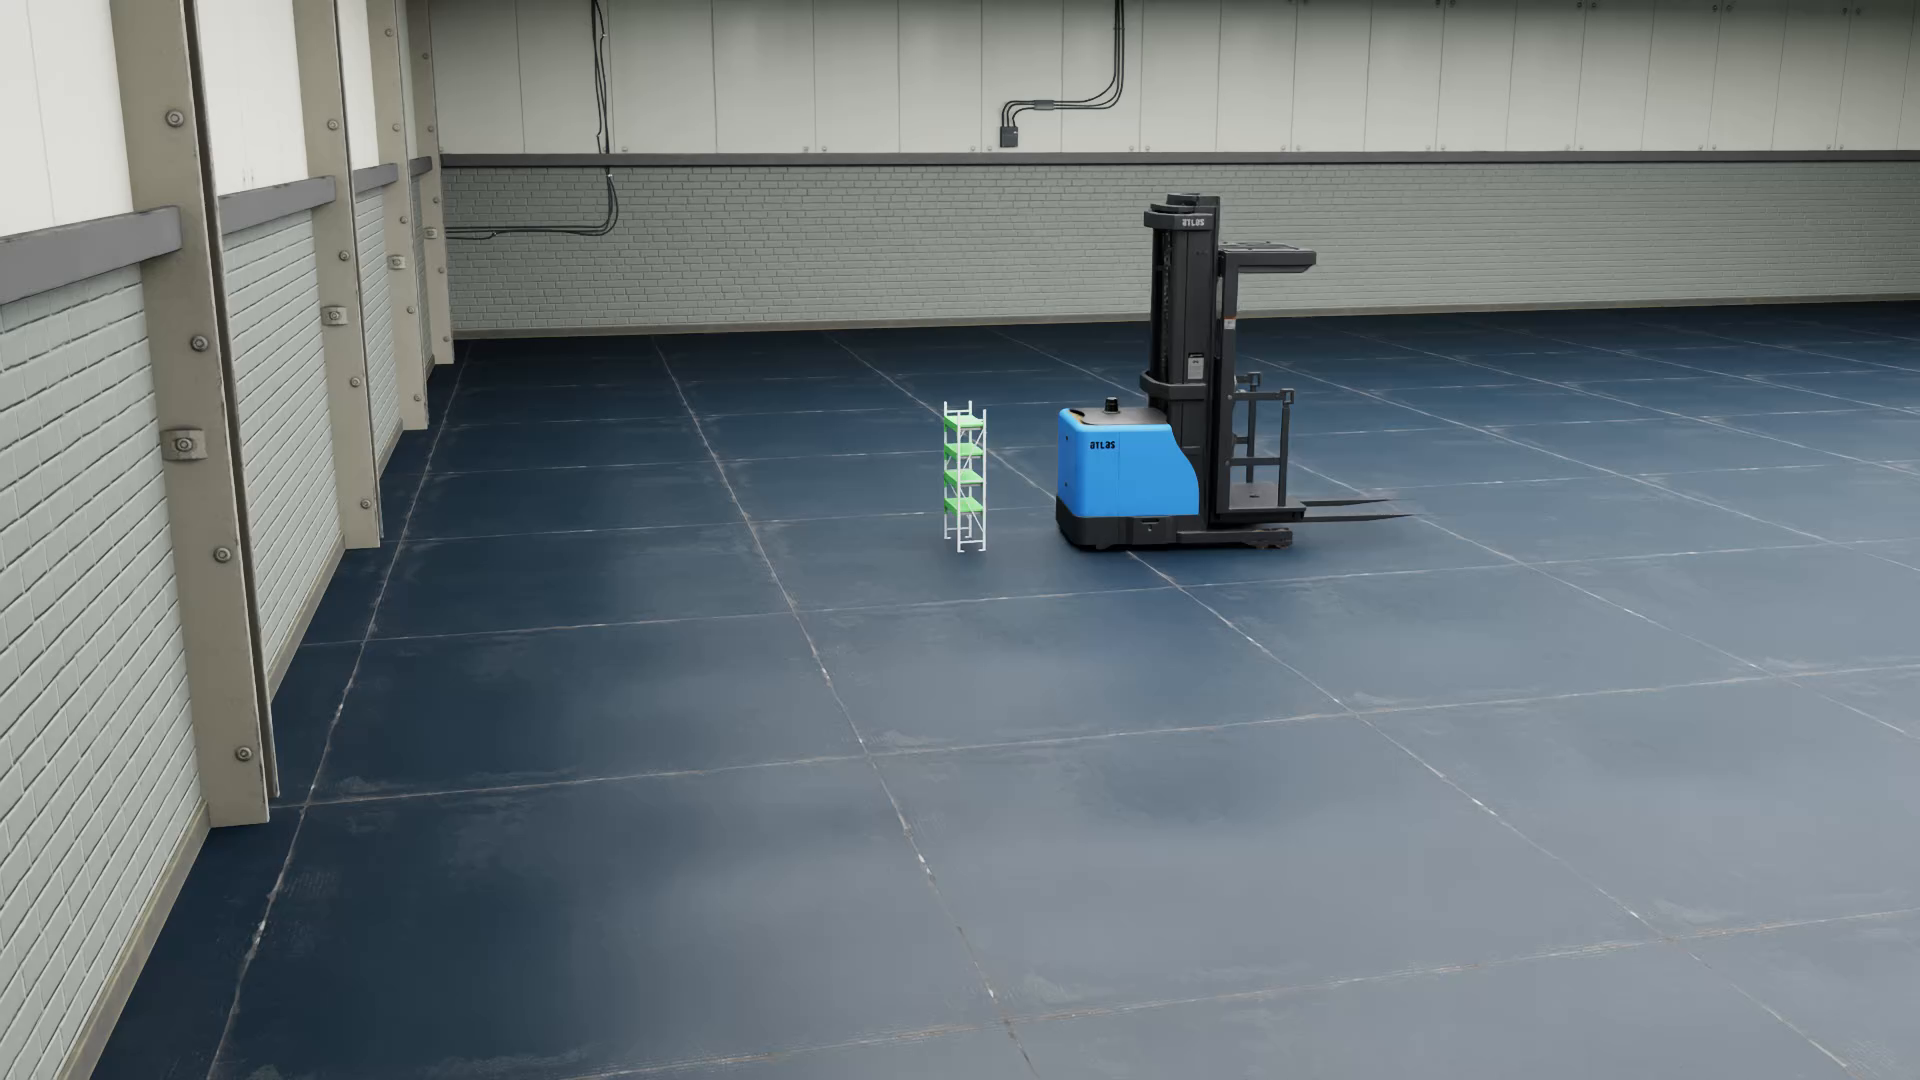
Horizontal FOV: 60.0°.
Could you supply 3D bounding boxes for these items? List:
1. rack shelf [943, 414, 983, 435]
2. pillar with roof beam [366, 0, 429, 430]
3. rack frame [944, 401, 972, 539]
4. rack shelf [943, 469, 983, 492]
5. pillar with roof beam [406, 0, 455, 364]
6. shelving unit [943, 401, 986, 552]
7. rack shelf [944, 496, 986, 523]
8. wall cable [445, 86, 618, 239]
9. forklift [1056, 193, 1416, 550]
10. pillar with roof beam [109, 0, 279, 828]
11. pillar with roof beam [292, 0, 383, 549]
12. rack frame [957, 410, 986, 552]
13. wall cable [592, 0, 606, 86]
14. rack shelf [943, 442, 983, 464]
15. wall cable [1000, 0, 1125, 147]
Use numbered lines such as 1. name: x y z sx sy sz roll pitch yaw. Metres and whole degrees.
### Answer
1. rack shelf: 0.039 -0.949 14.030 0.258 0.148 0.480 -3 14 -13
2. pillar with roof beam: -2.372 -5.971 19.907 9.100 9.000 0.400 -3 14 -13
3. rack frame: -0.018 -0.601 14.359 0.240 1.200 0.015 -3 14 -13
4. rack shelf: 0.039 -0.483 14.144 0.258 0.148 0.480 -3 14 -13
5. pillar with roof beam: -3.781 -7.355 25.572 9.100 9.000 0.400 -3 14 -13
6. shelving unit: 0.039 -0.545 14.128 0.258 1.200 0.503 -3 14 -13
7. rack shelf: 0.039 -0.249 14.200 0.258 0.148 0.480 -3 14 -13
8. wall cable: -7.373 -6.360 28.042 3.097 2.526 0.112 -3 14 -13
9. forklift: 2.406 -1.470 14.268 3.031 2.935 1.130 -1 14 -6
10. pillar with roof beam: 0.446 -3.203 8.576 9.100 9.000 0.400 -3 14 -13
11. pillar with roof beam: -0.963 -4.587 14.241 9.100 9.000 0.400 -3 14 -13
12. rack frame: 0.096 -0.488 13.898 0.240 1.200 0.015 -3 14 -13
13. wall cable: -4.743 -8.964 28.060 3.097 2.526 0.112 -3 14 -13
14. rack shelf: 0.039 -0.716 14.087 0.258 0.148 0.480 -3 14 -13
15. wall cable: 1.859 -10.046 29.421 2.305 6.003 0.169 -3 14 -13
